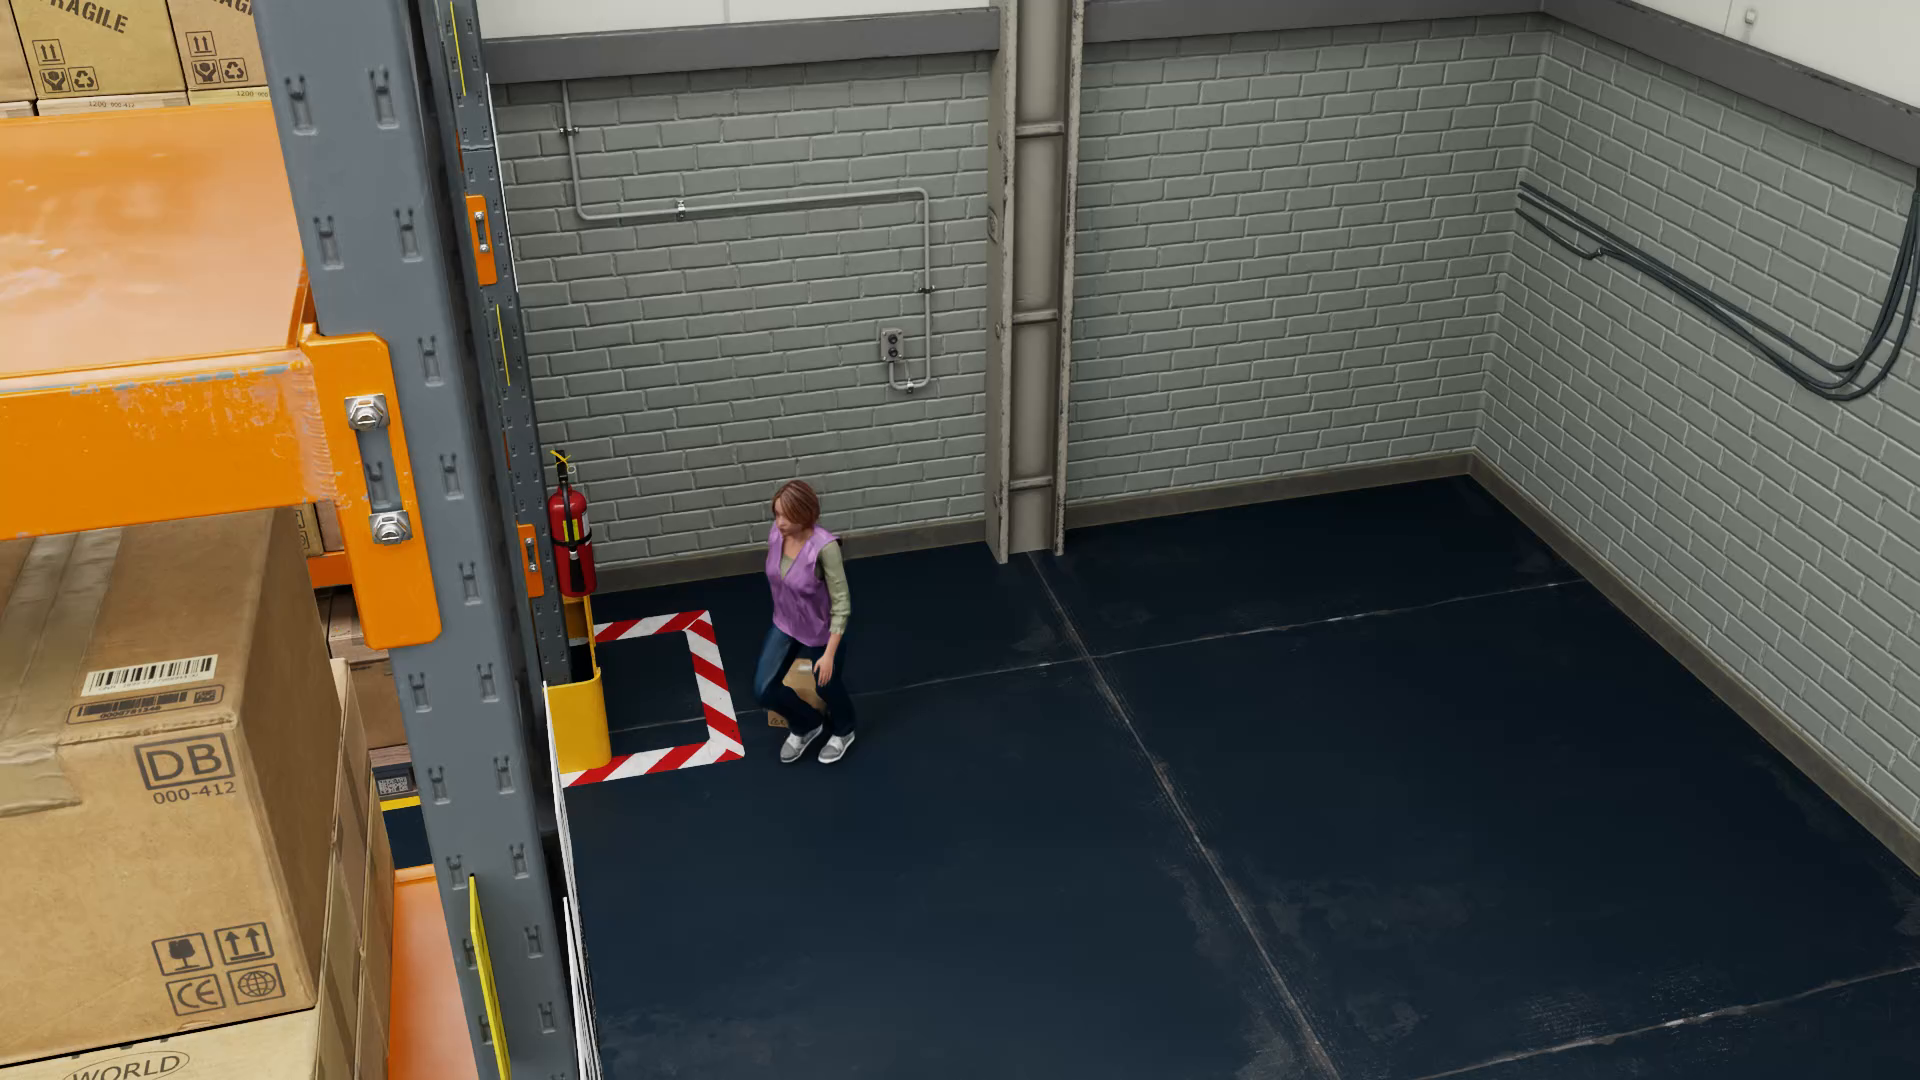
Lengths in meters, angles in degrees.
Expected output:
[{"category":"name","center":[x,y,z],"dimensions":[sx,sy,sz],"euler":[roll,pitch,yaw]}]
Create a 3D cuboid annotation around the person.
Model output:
[{"category":"person","center":[-0.677,0.407,7.574],"dimensions":[0.540,1.554,0.568],"euler":[16,34,25]}]
